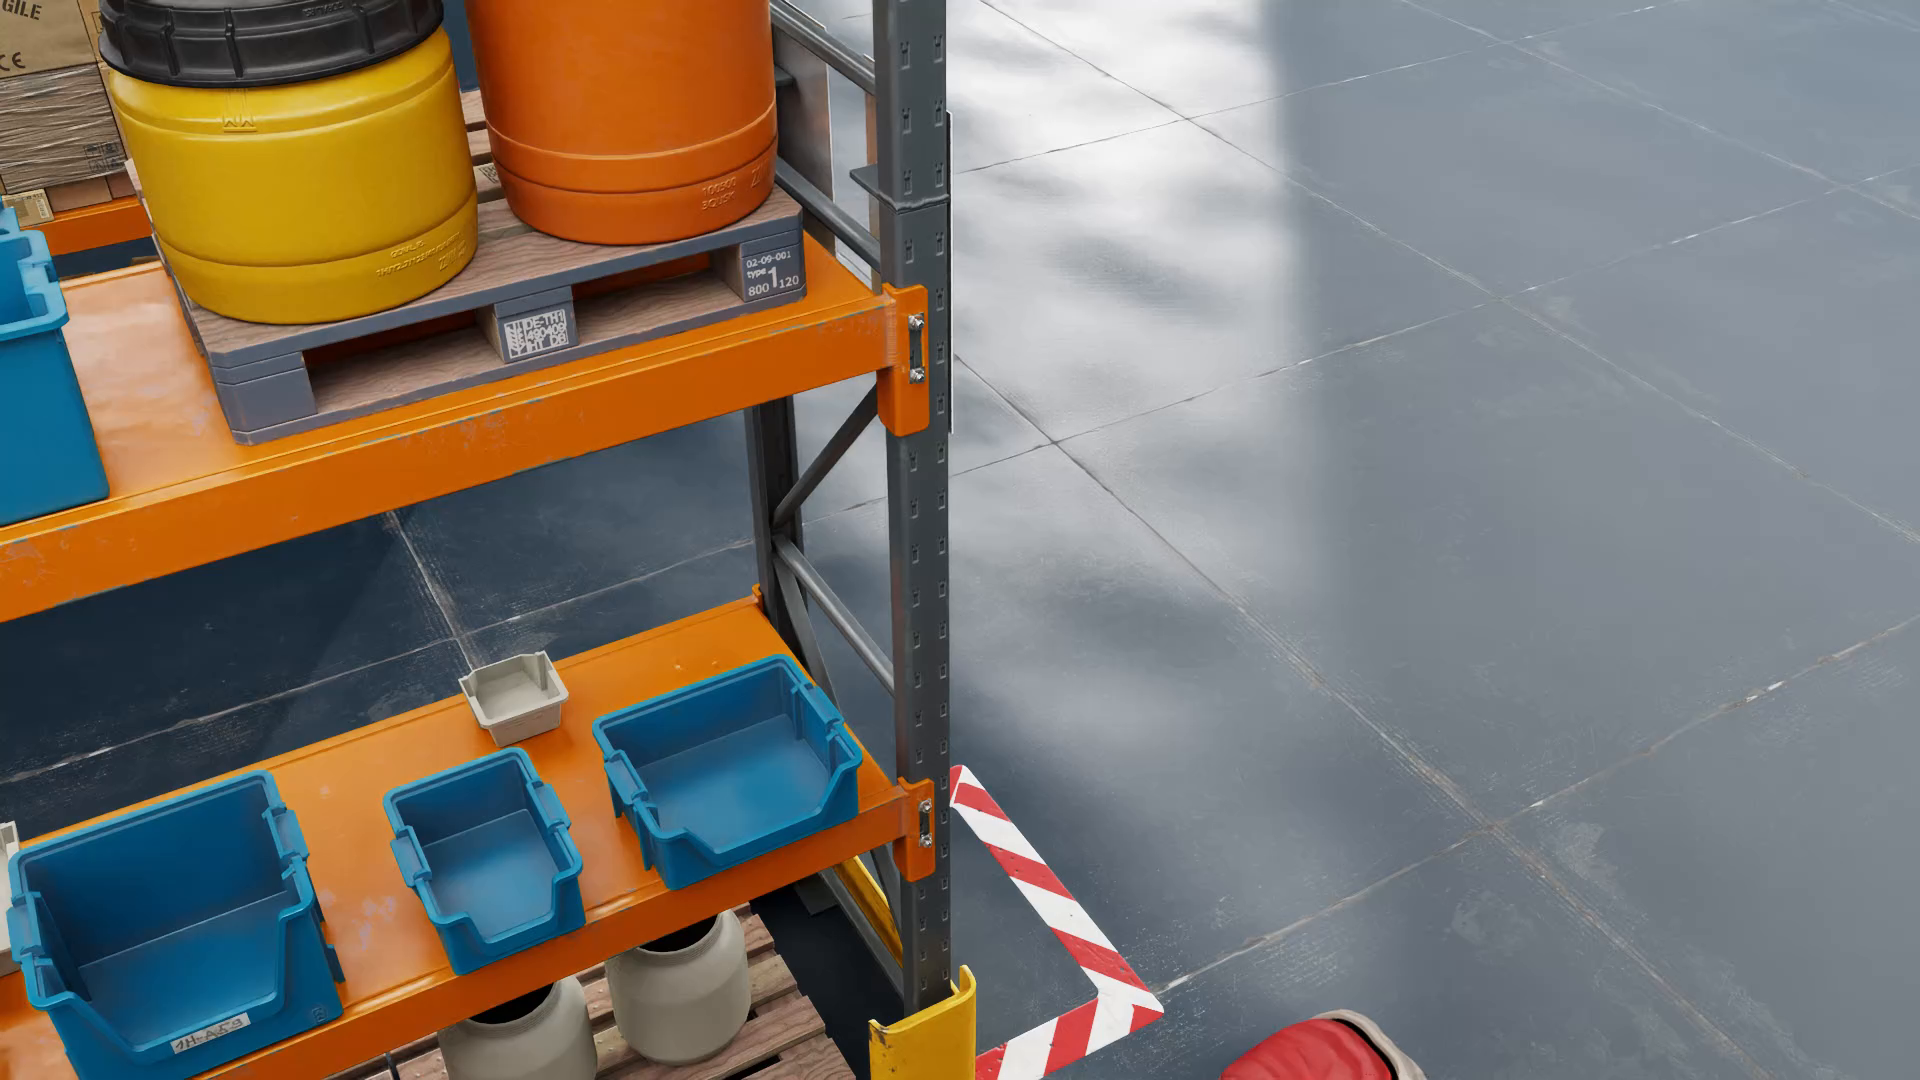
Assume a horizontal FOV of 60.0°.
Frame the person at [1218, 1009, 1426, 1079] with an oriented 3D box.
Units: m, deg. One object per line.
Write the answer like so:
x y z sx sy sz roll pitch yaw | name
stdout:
0.848 1.769 4.580 0.954 0.814 0.536 -20 41 -25 | person
